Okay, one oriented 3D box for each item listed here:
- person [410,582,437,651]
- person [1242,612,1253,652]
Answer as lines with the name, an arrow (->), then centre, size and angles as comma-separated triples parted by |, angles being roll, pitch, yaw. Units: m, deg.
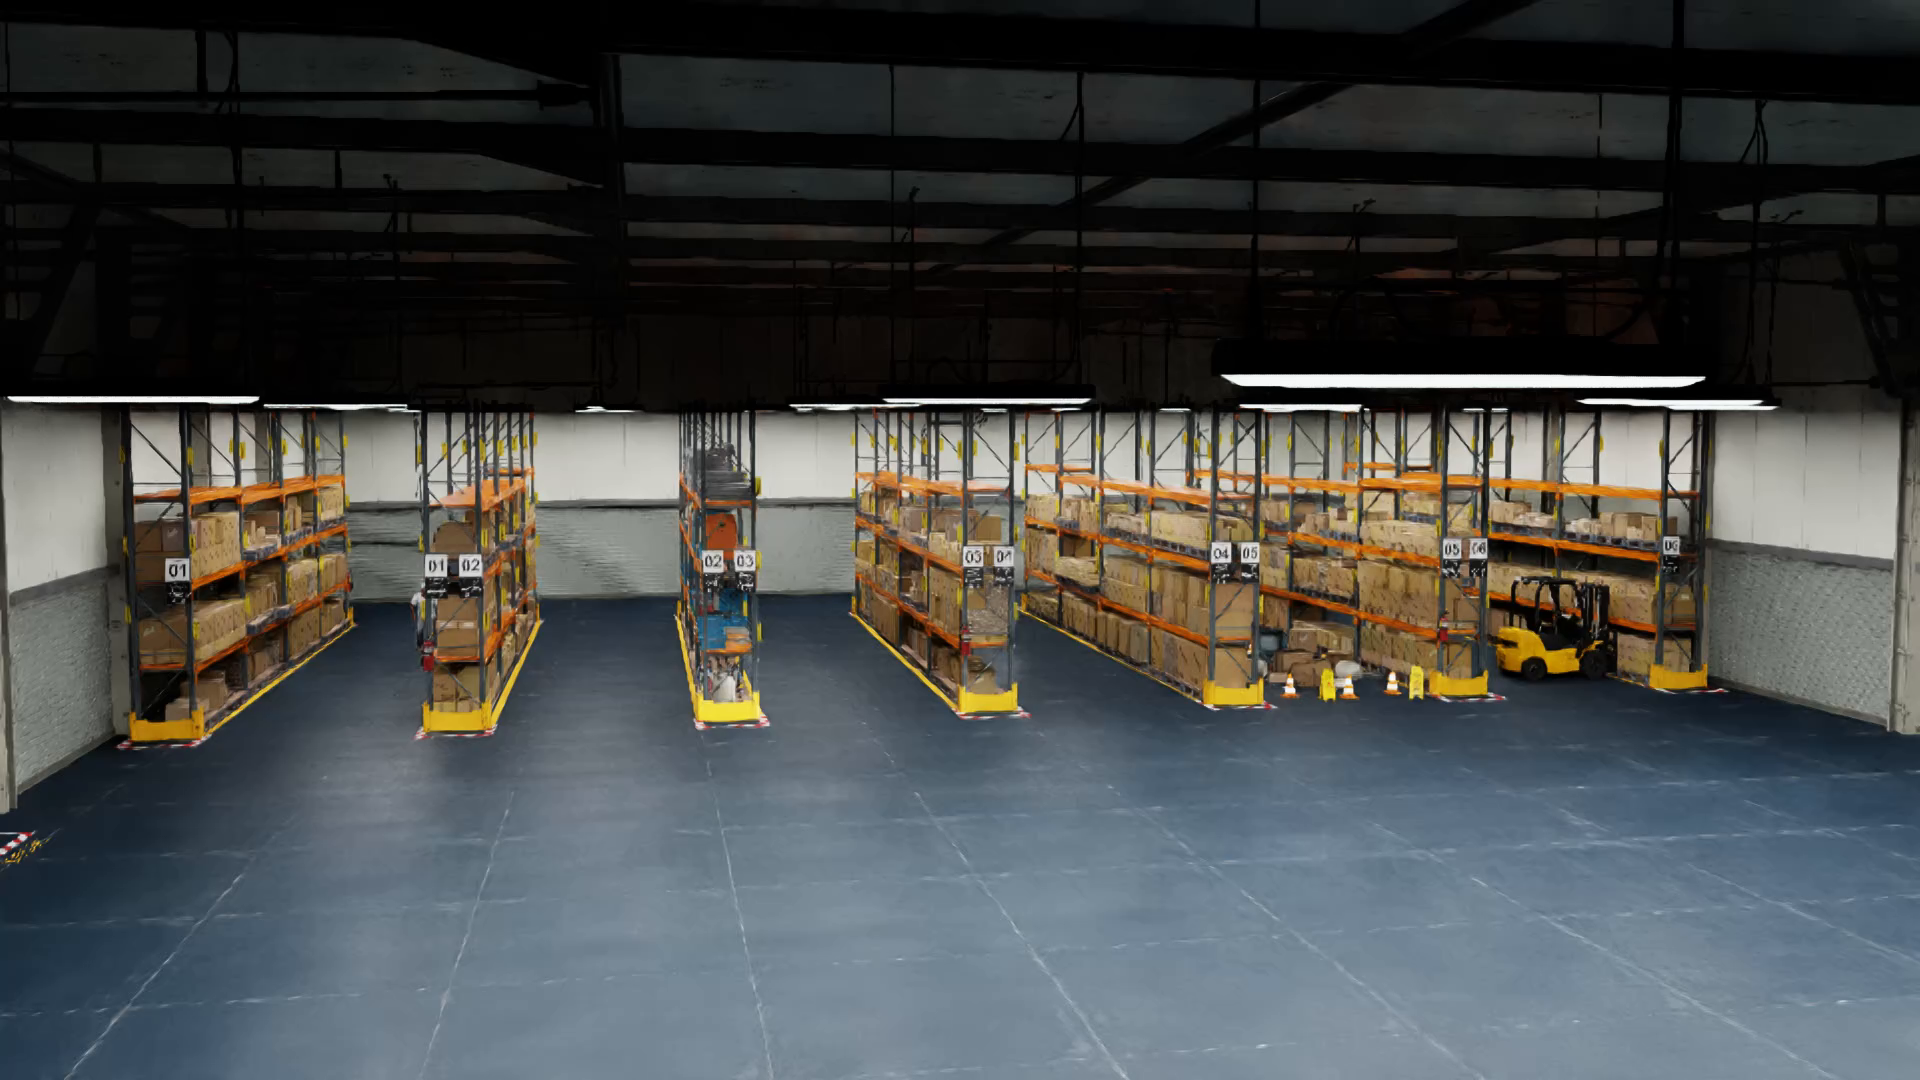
person -> -12.862, 1.855, 40.043 | 0.719, 1.713, 0.578 | -1, 4, -13
person -> 6.863, 1.925, 39.944 | 0.511, 1.554, 0.494 | 1, 5, 18
